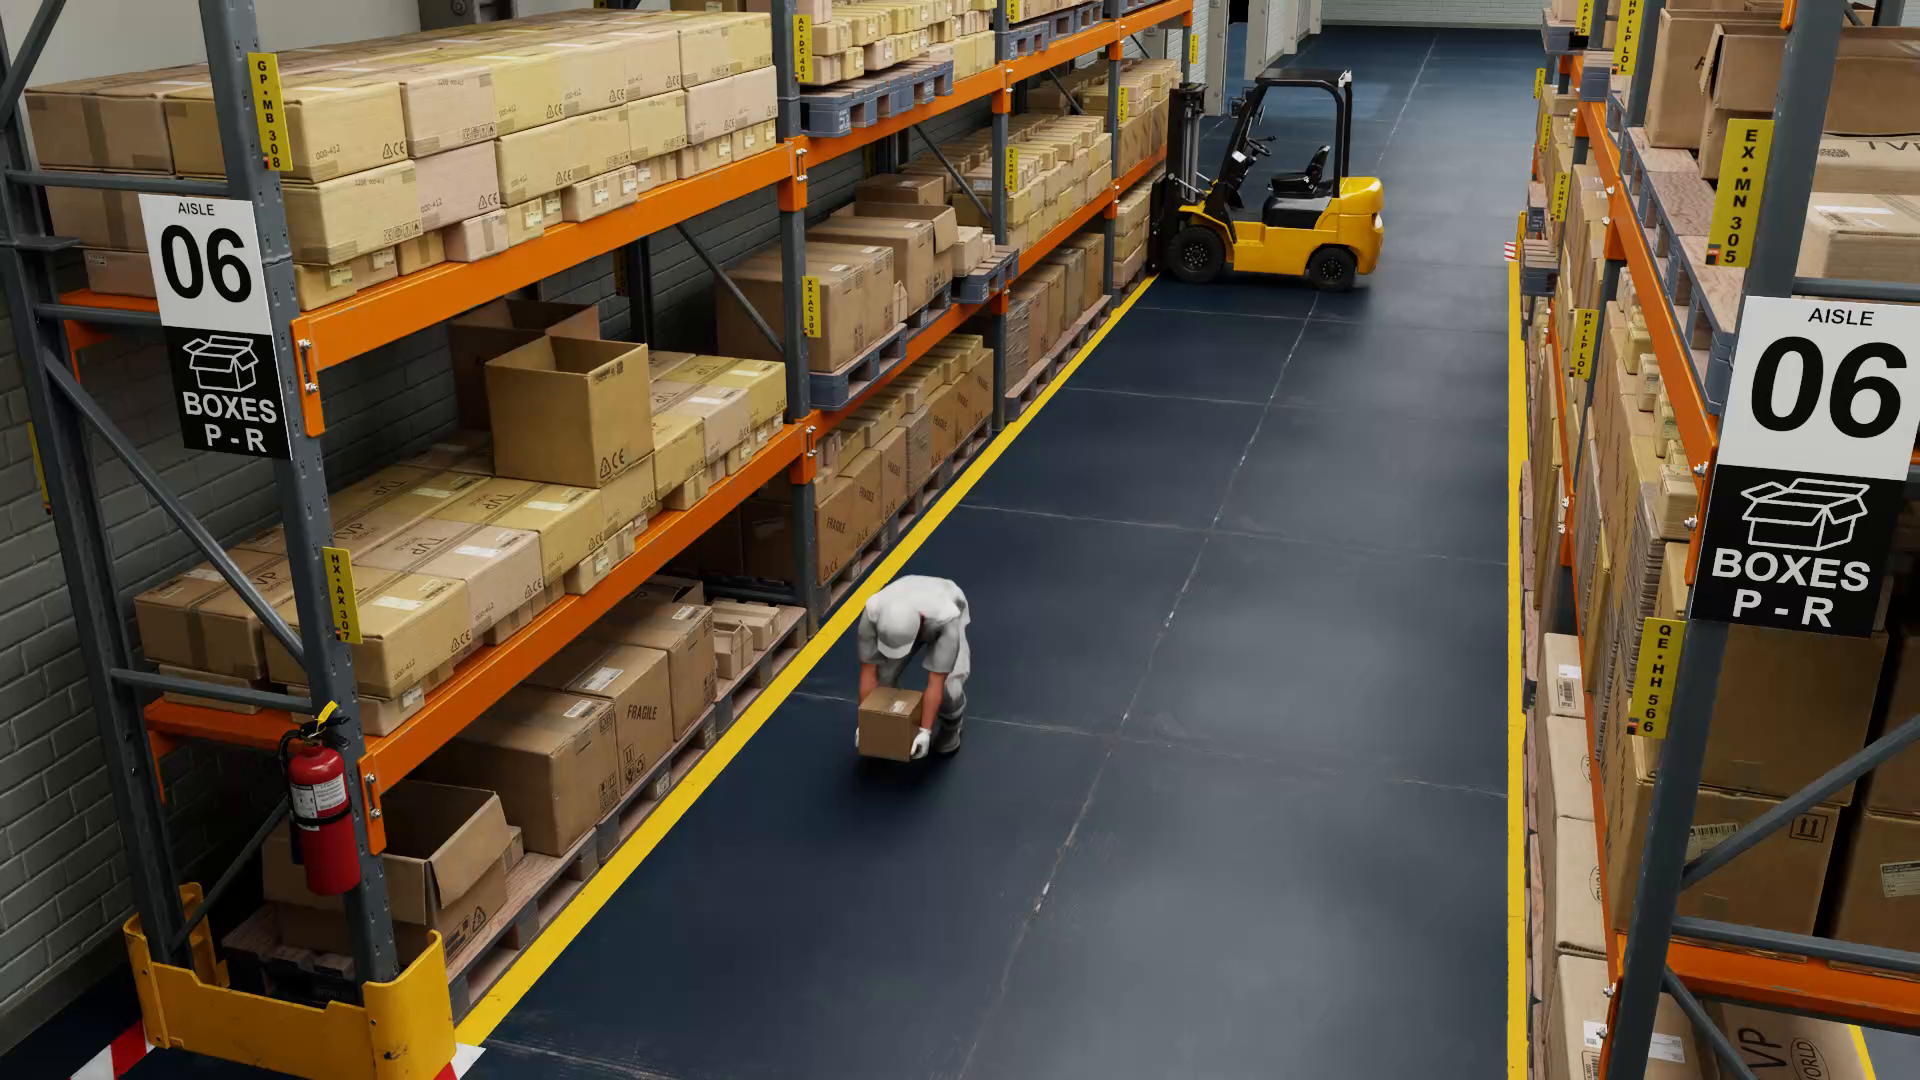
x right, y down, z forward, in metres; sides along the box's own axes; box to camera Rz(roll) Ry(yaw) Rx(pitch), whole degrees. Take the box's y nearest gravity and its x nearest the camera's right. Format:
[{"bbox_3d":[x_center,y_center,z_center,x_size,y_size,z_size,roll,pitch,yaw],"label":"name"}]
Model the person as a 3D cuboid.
[{"bbox_3d":[-0.220,0.606,8.122,0.532,0.987,0.928,6,22,14],"label":"person"}]
